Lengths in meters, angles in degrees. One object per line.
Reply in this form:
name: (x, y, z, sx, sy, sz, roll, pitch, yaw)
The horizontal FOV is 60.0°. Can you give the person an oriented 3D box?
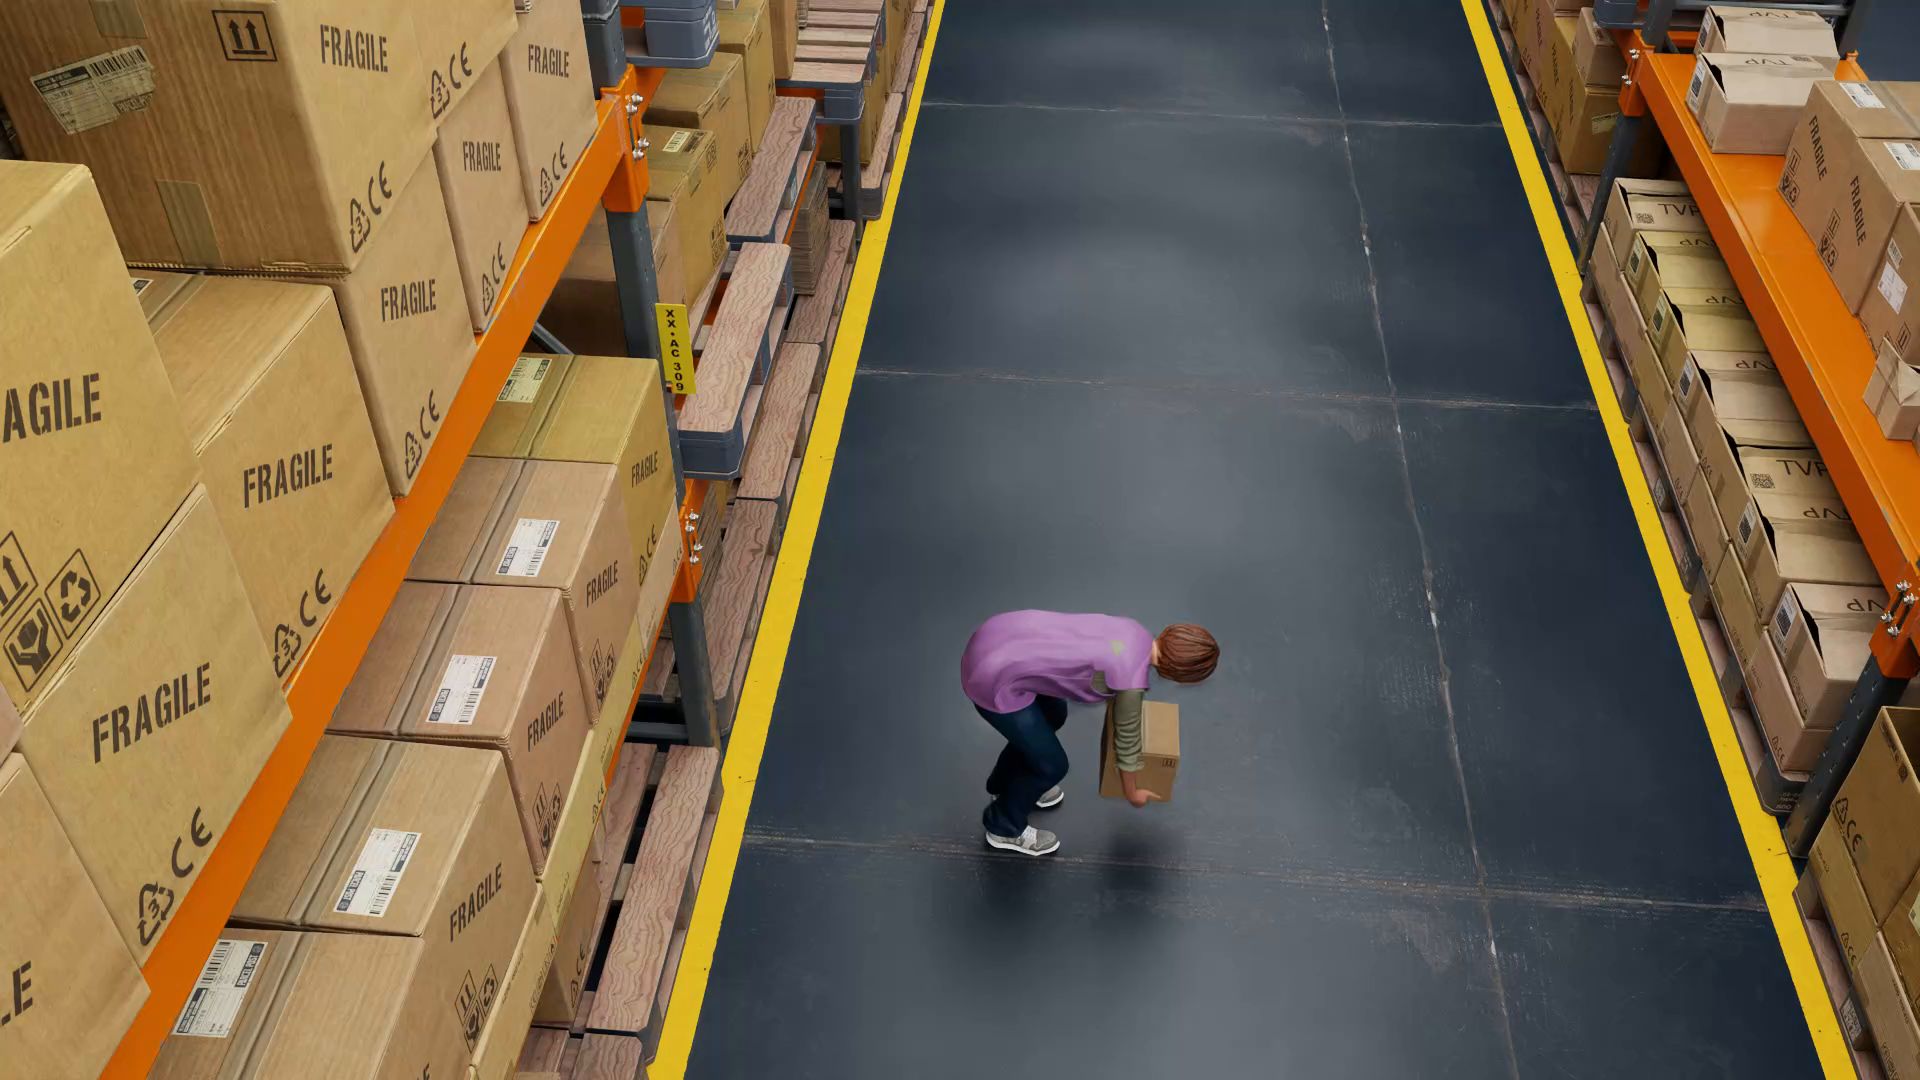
person: (0.436, 0.670, 5.834, 0.869, 1.012, 0.393, 2, 41, 2)
